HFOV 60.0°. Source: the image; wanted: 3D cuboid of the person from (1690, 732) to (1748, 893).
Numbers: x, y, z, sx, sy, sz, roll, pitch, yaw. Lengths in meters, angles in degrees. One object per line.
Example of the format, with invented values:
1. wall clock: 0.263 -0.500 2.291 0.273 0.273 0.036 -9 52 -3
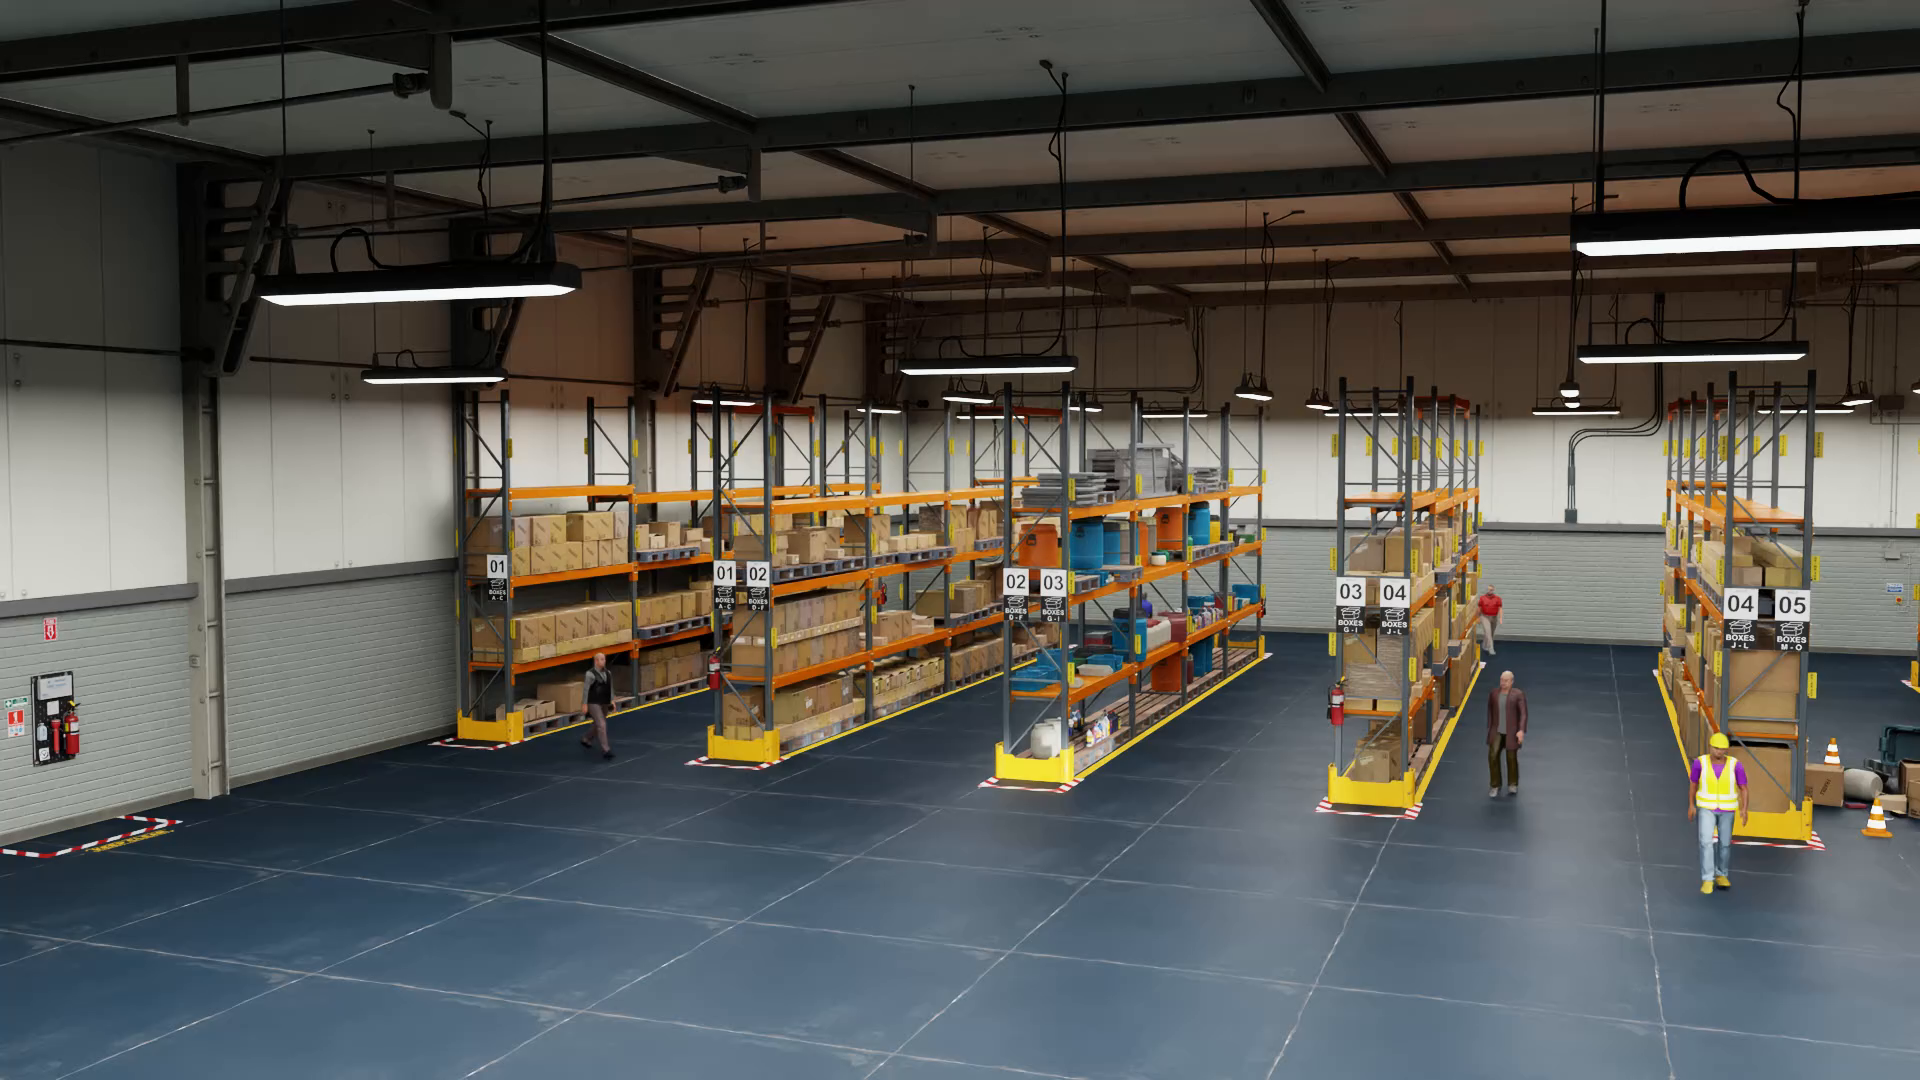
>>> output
1. person: 8.610 3.095 18.881 0.601 1.815 0.558 1 3 22

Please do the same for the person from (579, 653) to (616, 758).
1. person: -5.895 2.679 27.157 1.043 1.675 0.554 2 4 29

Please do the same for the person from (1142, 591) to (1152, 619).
1. person: 4.380 2.030 39.400 0.522 1.622 0.576 -2 4 -31

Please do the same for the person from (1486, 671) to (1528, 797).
1. person: 7.897 2.812 24.034 0.643 1.848 0.609 2 4 38

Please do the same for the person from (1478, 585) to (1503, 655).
1. person: 12.889 1.920 40.386 0.498 1.655 1.125 0 3 -7
